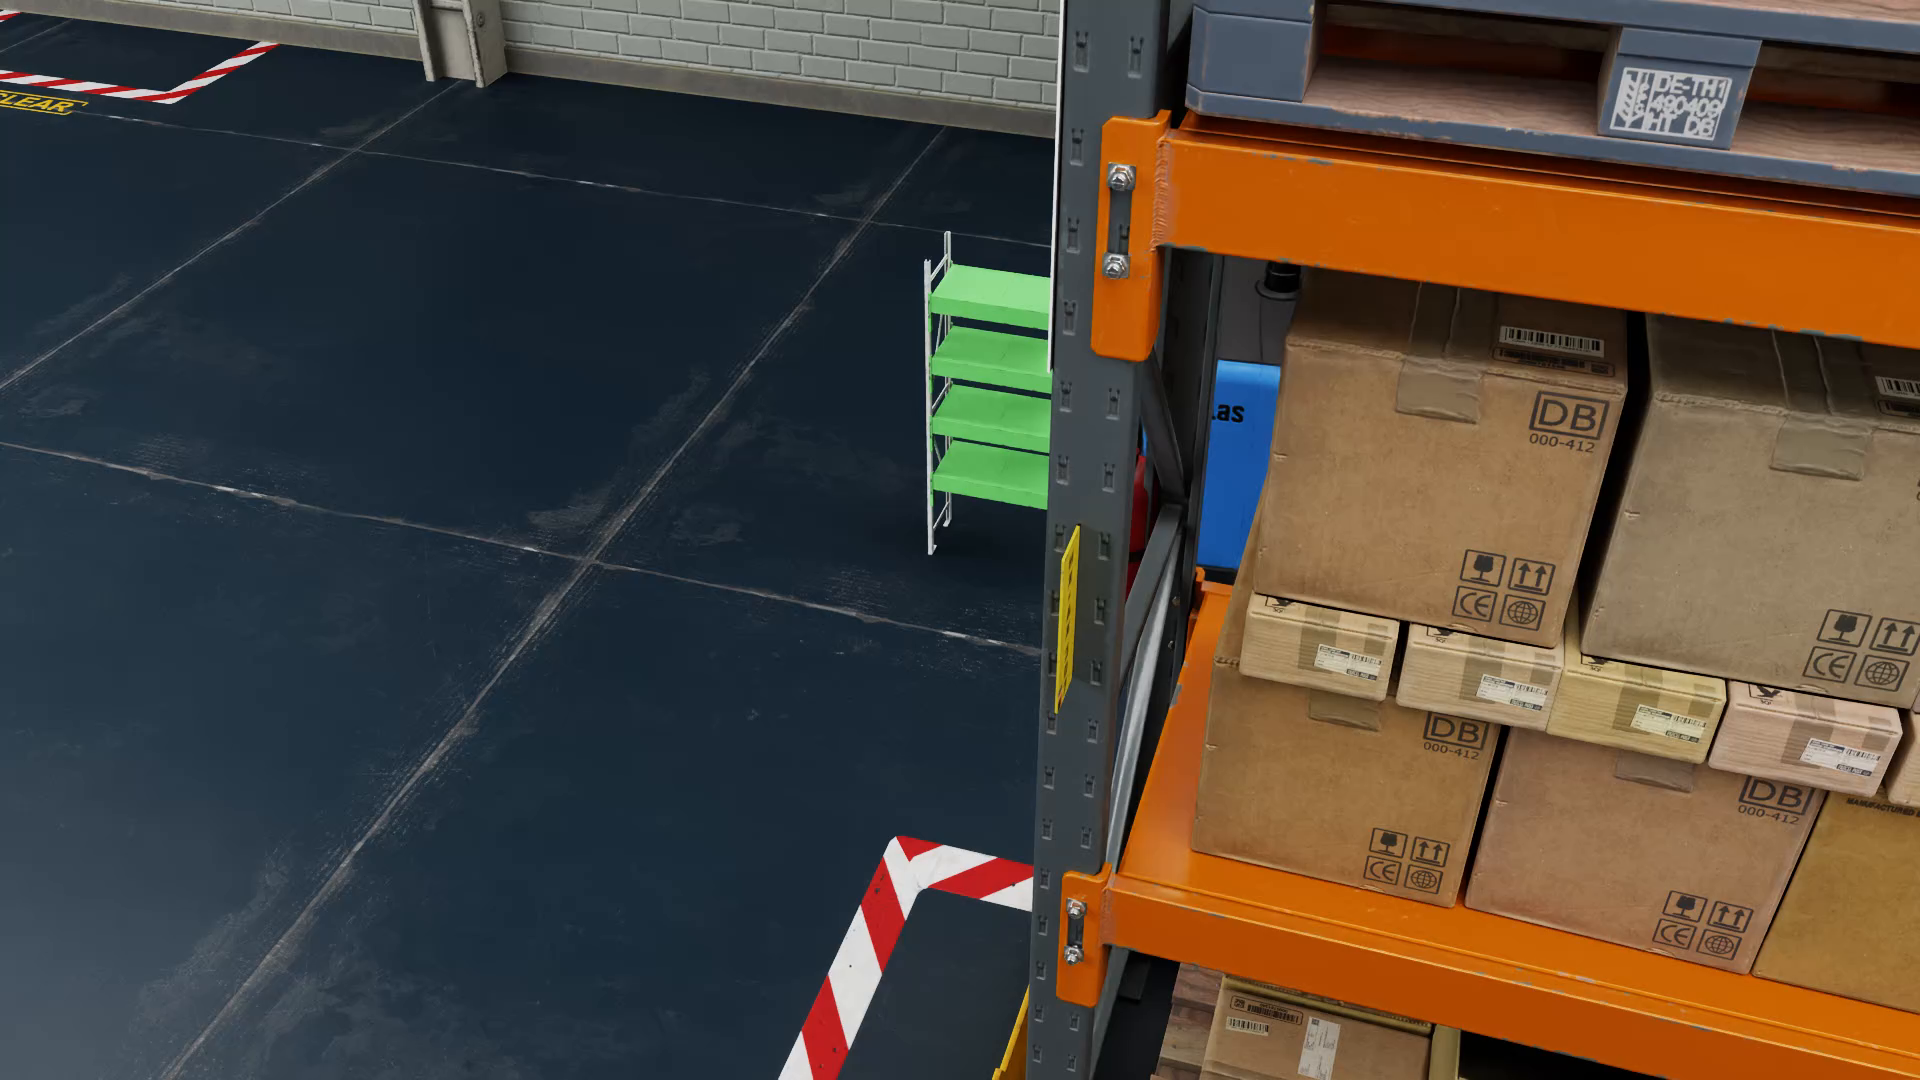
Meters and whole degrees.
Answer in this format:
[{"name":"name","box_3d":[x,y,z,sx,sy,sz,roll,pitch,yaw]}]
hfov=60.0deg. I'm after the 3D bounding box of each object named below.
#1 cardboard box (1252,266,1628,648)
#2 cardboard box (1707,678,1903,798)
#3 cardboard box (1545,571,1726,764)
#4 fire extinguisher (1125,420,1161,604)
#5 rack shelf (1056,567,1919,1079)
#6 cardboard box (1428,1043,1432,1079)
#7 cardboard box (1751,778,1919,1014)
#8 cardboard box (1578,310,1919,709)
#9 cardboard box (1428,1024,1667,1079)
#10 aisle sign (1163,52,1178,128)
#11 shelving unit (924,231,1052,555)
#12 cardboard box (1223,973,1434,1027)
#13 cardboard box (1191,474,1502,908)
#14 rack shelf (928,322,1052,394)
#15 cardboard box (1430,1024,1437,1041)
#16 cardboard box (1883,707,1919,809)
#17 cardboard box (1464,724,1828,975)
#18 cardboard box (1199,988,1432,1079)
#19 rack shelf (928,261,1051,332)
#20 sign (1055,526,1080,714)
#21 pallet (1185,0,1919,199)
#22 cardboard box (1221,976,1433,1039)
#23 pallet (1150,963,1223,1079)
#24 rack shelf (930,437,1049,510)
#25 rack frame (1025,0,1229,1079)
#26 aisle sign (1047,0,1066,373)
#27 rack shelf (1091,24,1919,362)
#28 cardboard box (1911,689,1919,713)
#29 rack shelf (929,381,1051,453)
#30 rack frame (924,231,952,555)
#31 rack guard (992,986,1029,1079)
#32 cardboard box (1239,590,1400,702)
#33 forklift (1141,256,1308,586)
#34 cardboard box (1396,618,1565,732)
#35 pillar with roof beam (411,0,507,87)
[{"name":"cardboard box","box_3d":[0.840,-0.261,2.896,0.500,0.500,0.700,11,38,14]},{"name":"cardboard box","box_3d":[1.389,0.228,2.778,0.250,0.149,0.380,10,38,13]},{"name":"cardboard box","box_3d":[1.148,0.182,2.841,0.250,0.149,0.380,11,38,14]},{"name":"fire extinguisher","box_3d":[0.373,-0.050,3.853,0.183,0.674,0.296,10,38,14]},{"name":"rack shelf","box_3d":[2.257,0.845,3.178,4.000,0.370,1.077,10,38,14]},{"name":"cardboard box","box_3d":[1.272,1.447,3.718,0.500,0.250,0.500,10,38,14]},{"name":"cardboard box","box_3d":[1.764,0.433,3.047,0.500,0.500,0.700,11,38,14]},{"name":"cardboard box","box_3d":[1.344,-0.172,2.774,0.500,0.500,0.700,10,37,13]},{"name":"cardboard box","box_3d":[1.271,1.146,3.495,0.500,0.500,0.500,10,38,14]},{"name":"aisle sign","box_3d":[0.372,-1.023,2.916,0.004,0.787,0.394,10,38,14]},{"name":"shelving unit","box_3d":[0.158,-0.454,5.855,0.503,1.200,0.258,10,38,14]},{"name":"cardboard box","box_3d":[0.948,0.765,4.013,0.500,0.500,0.500,10,38,14]},{"name":"cardboard box","box_3d":[0.789,0.252,3.293,0.500,0.500,0.700,11,38,14]},{"name":"rack shelf","box_3d":[0.158,-0.596,5.750,0.480,0.148,0.258,10,38,14]},{"name":"cardboard box","box_3d":[1.428,1.150,4.123,0.500,0.250,0.500,10,38,14]},{"name":"cardboard box","box_3d":[1.644,0.273,2.716,0.250,0.149,0.380,9,37,12]},{"name":"cardboard box","box_3d":[1.292,0.342,3.171,0.500,0.500,0.700,11,38,15]},{"name":"cardboard box","box_3d":[0.793,1.361,3.836,0.500,0.250,0.500,10,38,14]},{"name":"rack shelf","box_3d":[0.158,-0.789,5.608,0.480,0.148,0.258,10,38,14]},{"name":"sign","box_3d":[0.176,0.135,2.739,0.005,0.325,0.100,10,38,14]},{"name":"pallet","box_3d":[1.015,-0.831,2.392,1.213,0.211,1.003,10,38,14]},{"name":"cardboard box","box_3d":[0.948,1.068,4.234,0.500,0.250,0.500,10,38,14]},{"name":"pallet","box_3d":[1.090,1.437,4.120,1.213,0.211,1.003,10,38,14]},{"name":"rack shelf","box_3d":[0.158,-0.209,6.035,0.480,0.148,0.258,10,38,14]},{"name":"rack frame","box_3d":[0.348,0.202,3.445,0.127,3.000,1.000,10,38,14]},{"name":"aisle sign","box_3d":[0.194,-0.683,2.454,0.004,0.787,0.394,10,38,14]},{"name":"rack shelf","box_3d":[2.257,-0.363,2.289,4.000,0.370,1.077,10,38,14]},{"name":"cardboard box","box_3d":[1.825,-0.083,2.653,0.500,0.500,0.700,11,38,14]},{"name":"rack shelf","box_3d":[0.158,-0.403,5.892,0.480,0.148,0.258,10,38,14]},{"name":"rack frame","box_3d":[-0.075,-0.497,5.913,0.015,1.200,0.240,10,38,14]},{"name":"rack guard","box_3d":[0.325,1.205,4.191,0.348,0.500,1.175,10,38,14]},{"name":"cardboard box","box_3d":[0.658,0.092,2.963,0.250,0.149,0.380,10,38,14]},{"name":"forklift","box_3d":[2.156,-0.982,5.112,3.031,2.935,1.130,7,37,10]},{"name":"cardboard box","box_3d":[0.911,0.137,2.902,0.250,0.149,0.380,10,37,13]},{"name":"pillar with roof beam","box_3d":[-4.263,-4.008,4.104,0.400,9.000,9.100,10,38,14]}]
